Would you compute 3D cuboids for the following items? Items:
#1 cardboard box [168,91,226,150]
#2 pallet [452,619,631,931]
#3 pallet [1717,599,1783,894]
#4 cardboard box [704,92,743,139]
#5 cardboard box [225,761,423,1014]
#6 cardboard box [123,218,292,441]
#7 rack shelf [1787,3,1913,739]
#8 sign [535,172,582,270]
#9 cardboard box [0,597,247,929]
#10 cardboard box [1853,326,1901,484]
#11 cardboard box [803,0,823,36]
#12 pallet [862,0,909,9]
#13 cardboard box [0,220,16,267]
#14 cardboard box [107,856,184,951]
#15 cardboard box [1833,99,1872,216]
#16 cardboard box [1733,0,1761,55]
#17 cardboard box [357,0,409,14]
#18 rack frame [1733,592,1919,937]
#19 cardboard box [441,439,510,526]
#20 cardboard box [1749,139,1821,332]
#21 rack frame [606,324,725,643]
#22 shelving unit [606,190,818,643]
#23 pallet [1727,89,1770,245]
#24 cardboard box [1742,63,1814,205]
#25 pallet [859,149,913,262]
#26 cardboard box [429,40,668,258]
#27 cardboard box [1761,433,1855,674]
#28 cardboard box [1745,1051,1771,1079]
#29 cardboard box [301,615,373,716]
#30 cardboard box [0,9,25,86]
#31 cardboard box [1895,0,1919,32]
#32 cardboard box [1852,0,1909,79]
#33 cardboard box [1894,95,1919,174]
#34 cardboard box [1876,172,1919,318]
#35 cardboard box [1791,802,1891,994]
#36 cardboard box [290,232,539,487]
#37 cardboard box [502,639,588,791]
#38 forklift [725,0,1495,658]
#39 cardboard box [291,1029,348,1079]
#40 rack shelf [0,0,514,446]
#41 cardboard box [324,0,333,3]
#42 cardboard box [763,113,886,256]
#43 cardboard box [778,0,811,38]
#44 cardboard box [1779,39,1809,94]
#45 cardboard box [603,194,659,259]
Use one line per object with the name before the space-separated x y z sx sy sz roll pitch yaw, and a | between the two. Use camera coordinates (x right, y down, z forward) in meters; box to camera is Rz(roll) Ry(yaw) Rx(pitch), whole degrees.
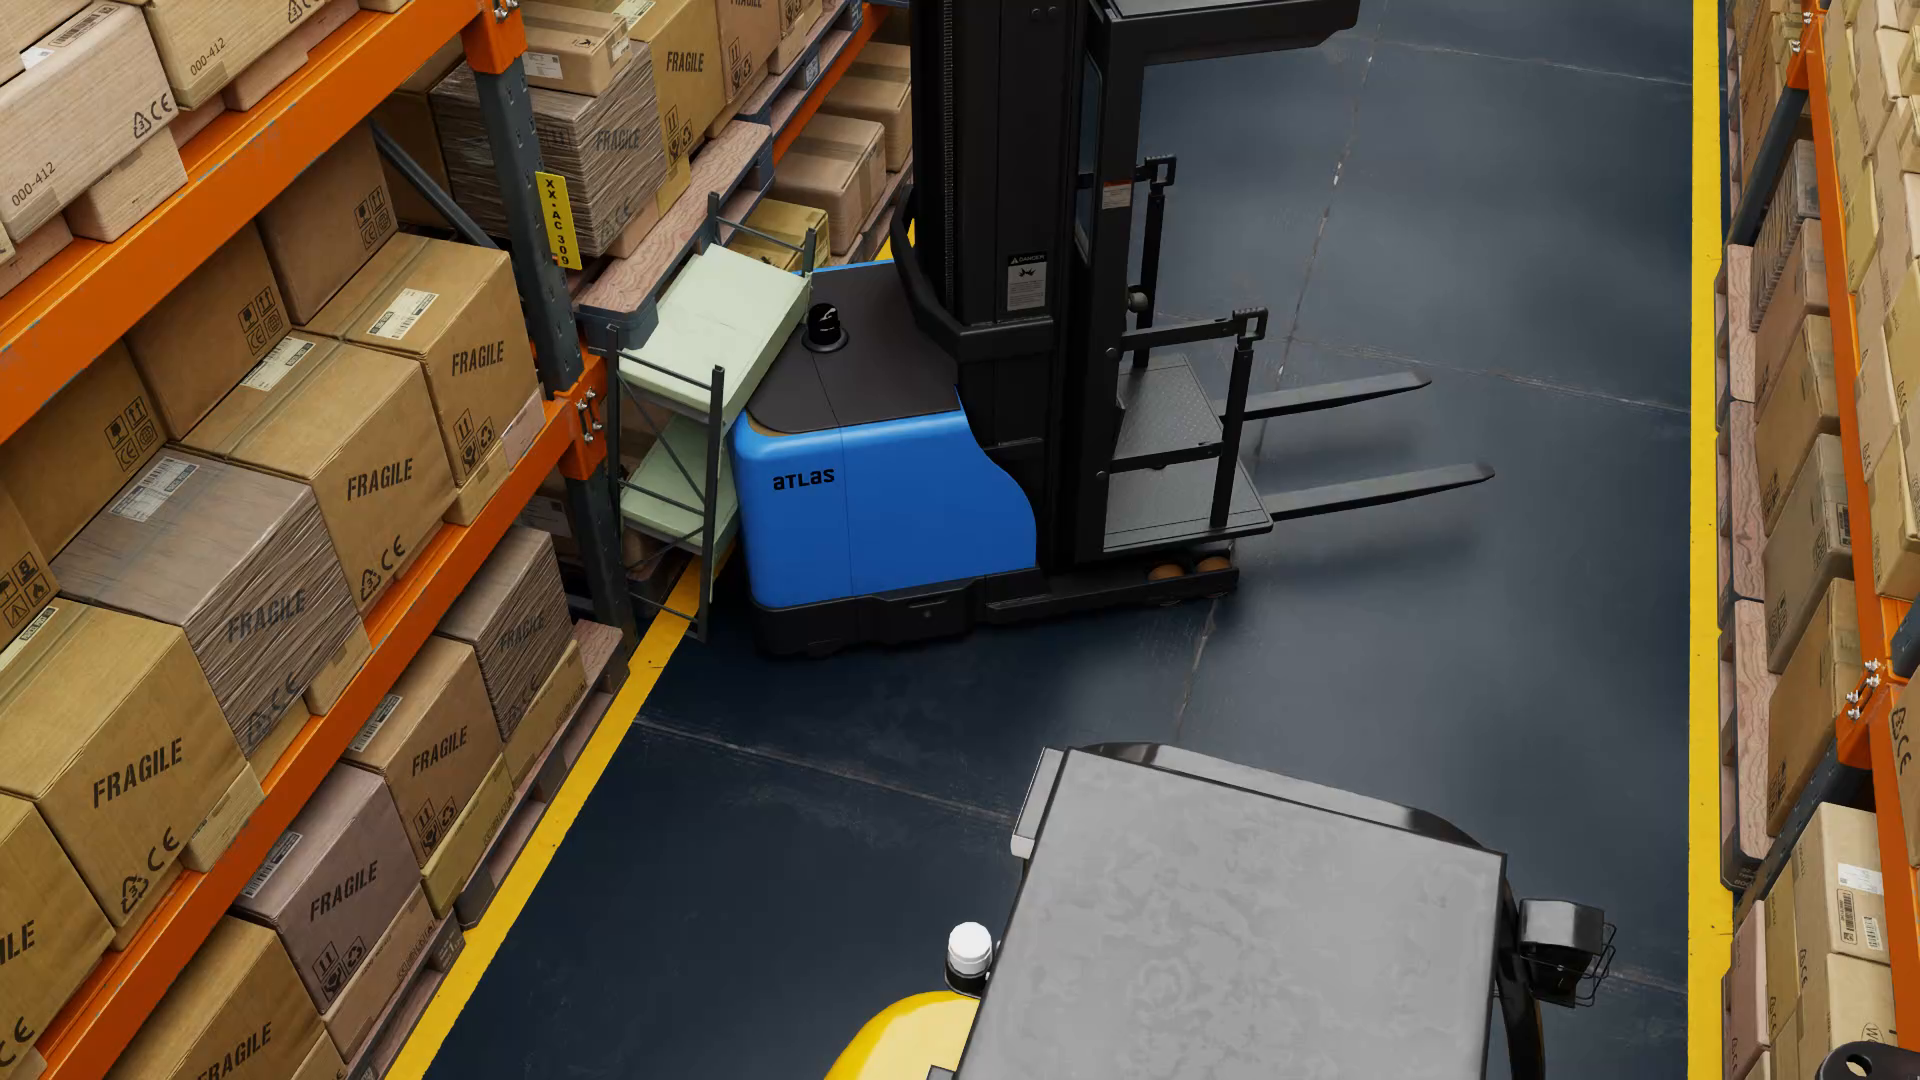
cardboard box | -1.859 -0.972 3.634 0.380 0.149 0.250 11 45 11
pallet | -1.887 0.703 5.881 1.003 0.211 1.213 13 46 13
pallet | 3.200 0.797 5.784 1.003 0.211 1.213 13 46 13
cardboard box | -1.034 -1.643 6.164 0.380 0.149 0.250 13 46 13
cardboard box | -1.947 0.947 4.768 0.500 0.500 0.500 15 46 15
cardboard box | -2.233 -0.665 4.286 0.700 0.500 0.500 13 46 13
rack shelf | 3.620 -0.776 5.913 1.077 0.370 4.000 13 46 13
sign | -1.198 -0.949 4.956 0.100 0.325 0.005 13 46 13
cardboard box | -2.068 0.492 3.819 0.500 0.500 0.500 12 46 12
cardboard box | 3.064 -0.374 5.095 0.500 0.250 0.500 12 46 12
cardboard box | -0.775 -2.158 6.690 0.380 0.149 0.250 11 45 11
pallet | -0.621 -2.849 7.654 1.213 0.211 1.003 13 46 13
cardboard box | -2.054 -0.507 2.873 0.500 0.250 0.500 13 46 13
cardboard box | -2.110 0.796 3.971 0.380 0.149 0.250 11 46 11
cardboard box | 3.552 -1.390 6.133 0.500 0.250 0.500 11 45 11
cardboard box | 4.606 -2.981 9.139 0.500 0.500 0.500 11 45 11
cardboard box | -1.522 -1.456 4.128 0.380 0.149 0.250 13 46 13
rack frame | 3.014 0.300 4.299 1.000 3.000 0.127 13 46 13
cardboard box | -1.593 -0.213 5.002 0.380 0.149 0.250 13 46 13
cardboard box | 4.024 -1.255 7.285 0.875 0.625 0.625 14 46 14
rack frame | -1.040 -0.144 5.797 0.400 1.500 0.023 21 51 6
shelving unit | -0.914 -0.402 6.025 0.431 1.500 0.755 21 51 6
pallet | 4.488 -1.859 8.499 1.003 0.211 1.213 13 46 13
cardboard box | 4.149 -1.951 8.086 0.500 0.500 0.500 14 46 14
pallet | -0.744 -1.898 8.539 1.003 0.211 1.213 13 46 13
cardboard box | -1.302 -1.293 5.342 0.500 0.500 0.500 14 46 14
cardboard box | 3.404 0.133 5.867 0.875 0.625 0.625 12 46 12
cardboard box | 2.413 1.727 4.507 0.500 0.250 0.500 12 46 12
cardboard box | -1.829 0.297 4.481 0.380 0.149 0.250 12 46 12
cardboard box | -1.934 -0.880 2.969 0.380 0.149 0.250 13 46 13
cardboard box | 3.648 -1.952 6.065 0.380 0.149 0.250 13 46 13
cardboard box | 3.706 -1.914 6.311 0.500 0.250 0.500 14 46 14
cardboard box | 3.271 -1.294 5.392 0.380 0.149 0.250 11 46 11
cardboard box | 3.228 -0.891 5.265 0.500 0.250 0.500 13 46 13
cardboard box | 2.569 1.031 4.502 0.500 0.250 0.500 12 46 12
cardboard box | -1.615 -0.542 4.875 0.500 0.500 0.500 11 46 11
cardboard box | -1.640 0.535 5.725 0.500 0.250 0.500 14 46 14
forklift | 0.609 -1.145 5.824 3.031 2.935 1.130 -9 45 -9
cardboard box | -2.106 1.566 4.671 0.500 0.250 0.500 15 46 15
rack shelf | -2.323 -0.231 3.211 1.077 0.370 4.000 13 46 13
cardboard box | -1.595 -1.521 3.910 0.500 0.250 0.500 12 46 12
cardboard box | -0.903 -1.758 7.981 0.950 0.372 0.625 12 46 12
cardboard box | -0.843 -2.298 6.370 0.500 0.500 0.500 11 45 11
cardboard box | 4.134 -2.238 7.915 0.380 0.149 0.250 10 45 11
cardboard box | -1.249 -1.111 5.620 0.380 0.149 0.250 13 46 13
